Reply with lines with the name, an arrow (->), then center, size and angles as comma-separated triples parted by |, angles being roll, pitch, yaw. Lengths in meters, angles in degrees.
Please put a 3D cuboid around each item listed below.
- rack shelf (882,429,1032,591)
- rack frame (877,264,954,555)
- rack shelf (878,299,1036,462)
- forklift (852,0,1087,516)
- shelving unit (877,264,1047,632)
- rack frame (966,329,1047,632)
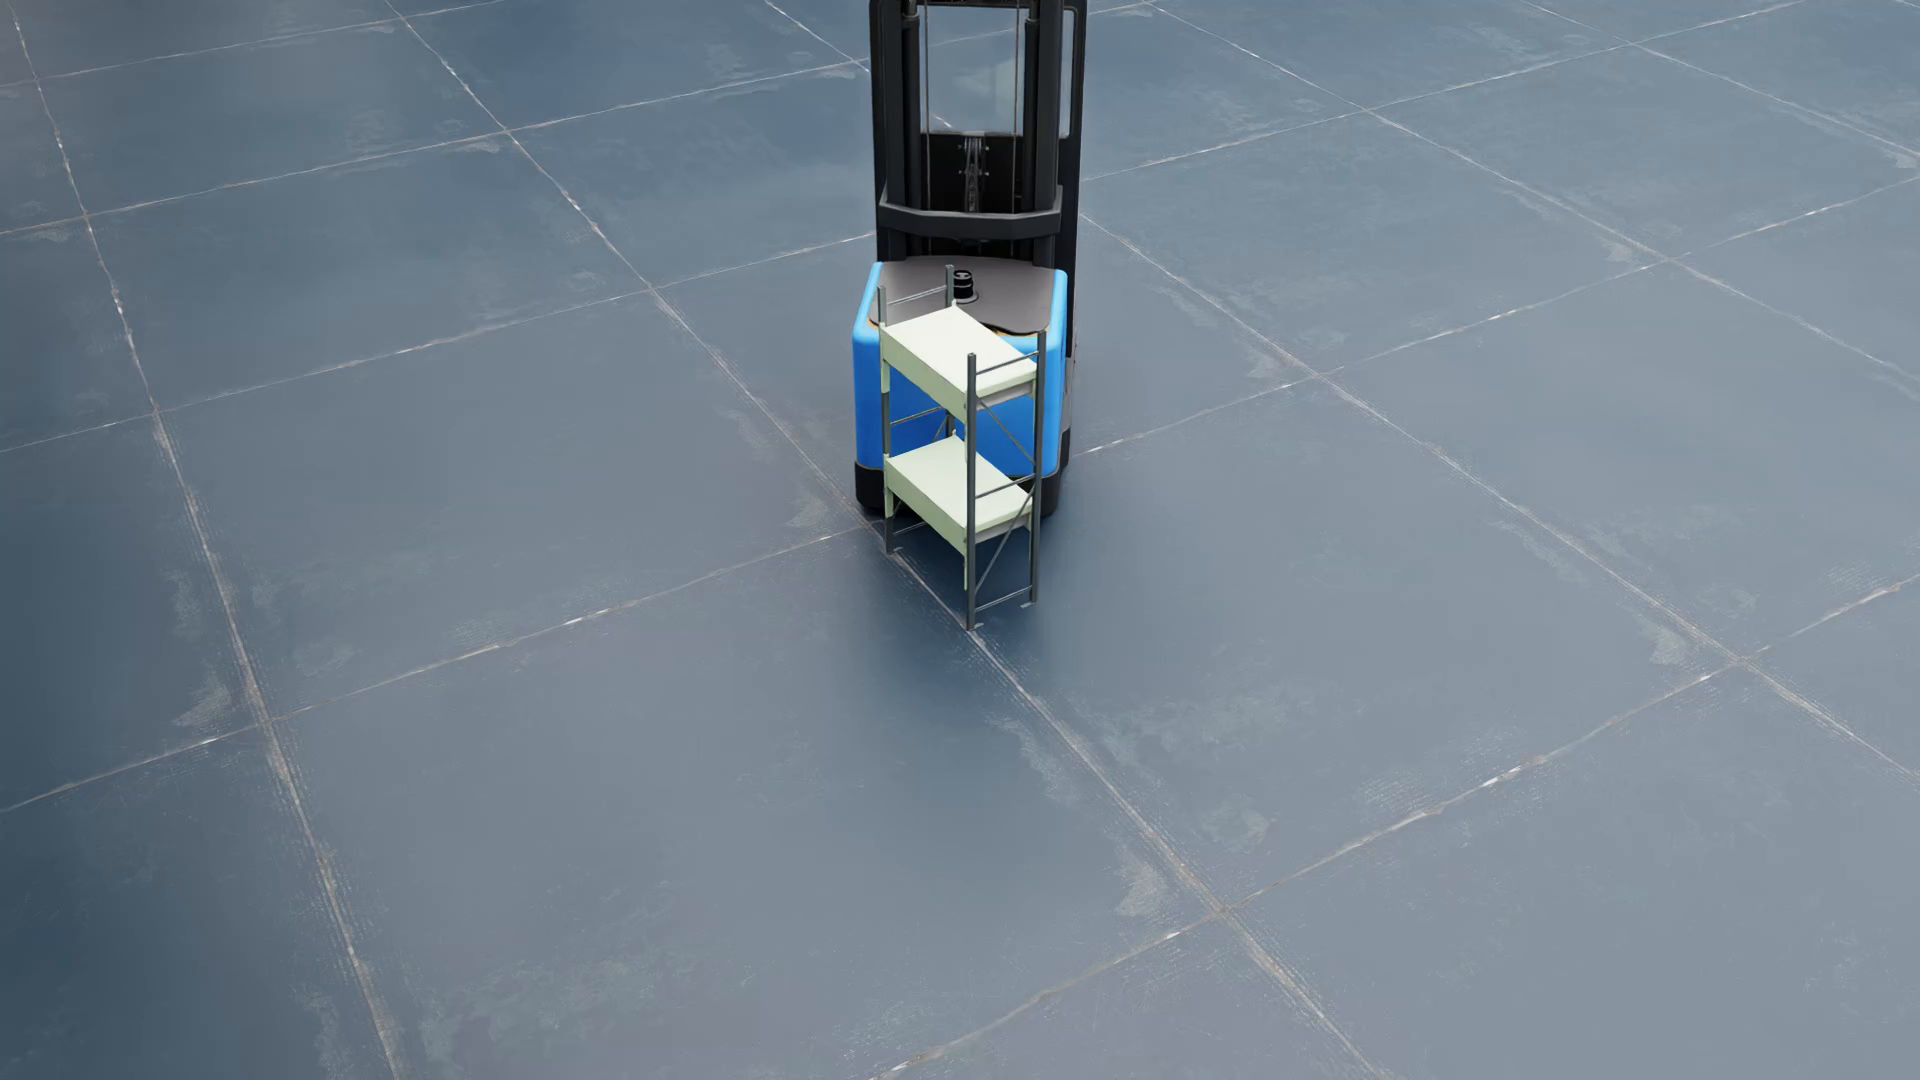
rack shelf -> 0.000, -0.155, 7.971 | 0.431, 0.370, 0.720 | -21, 41, -27
rack frame -> -0.202, -0.598, 8.025 | 0.400, 1.500, 0.023 | -21, 41, -27
rack shelf -> 0.000, -0.734, 7.549 | 0.431, 0.370, 0.720 | -21, 41, -27
forklift -> 0.114, -2.158, 8.947 | 1.130, 2.935, 3.031 | 3, 36, 4
shelving unit -> 0.000, -0.419, 7.779 | 0.431, 1.500, 0.755 | -21, 41, -27
rack frame -> 0.202, -0.239, 7.532 | 0.400, 1.500, 0.023 | -21, 41, -27
